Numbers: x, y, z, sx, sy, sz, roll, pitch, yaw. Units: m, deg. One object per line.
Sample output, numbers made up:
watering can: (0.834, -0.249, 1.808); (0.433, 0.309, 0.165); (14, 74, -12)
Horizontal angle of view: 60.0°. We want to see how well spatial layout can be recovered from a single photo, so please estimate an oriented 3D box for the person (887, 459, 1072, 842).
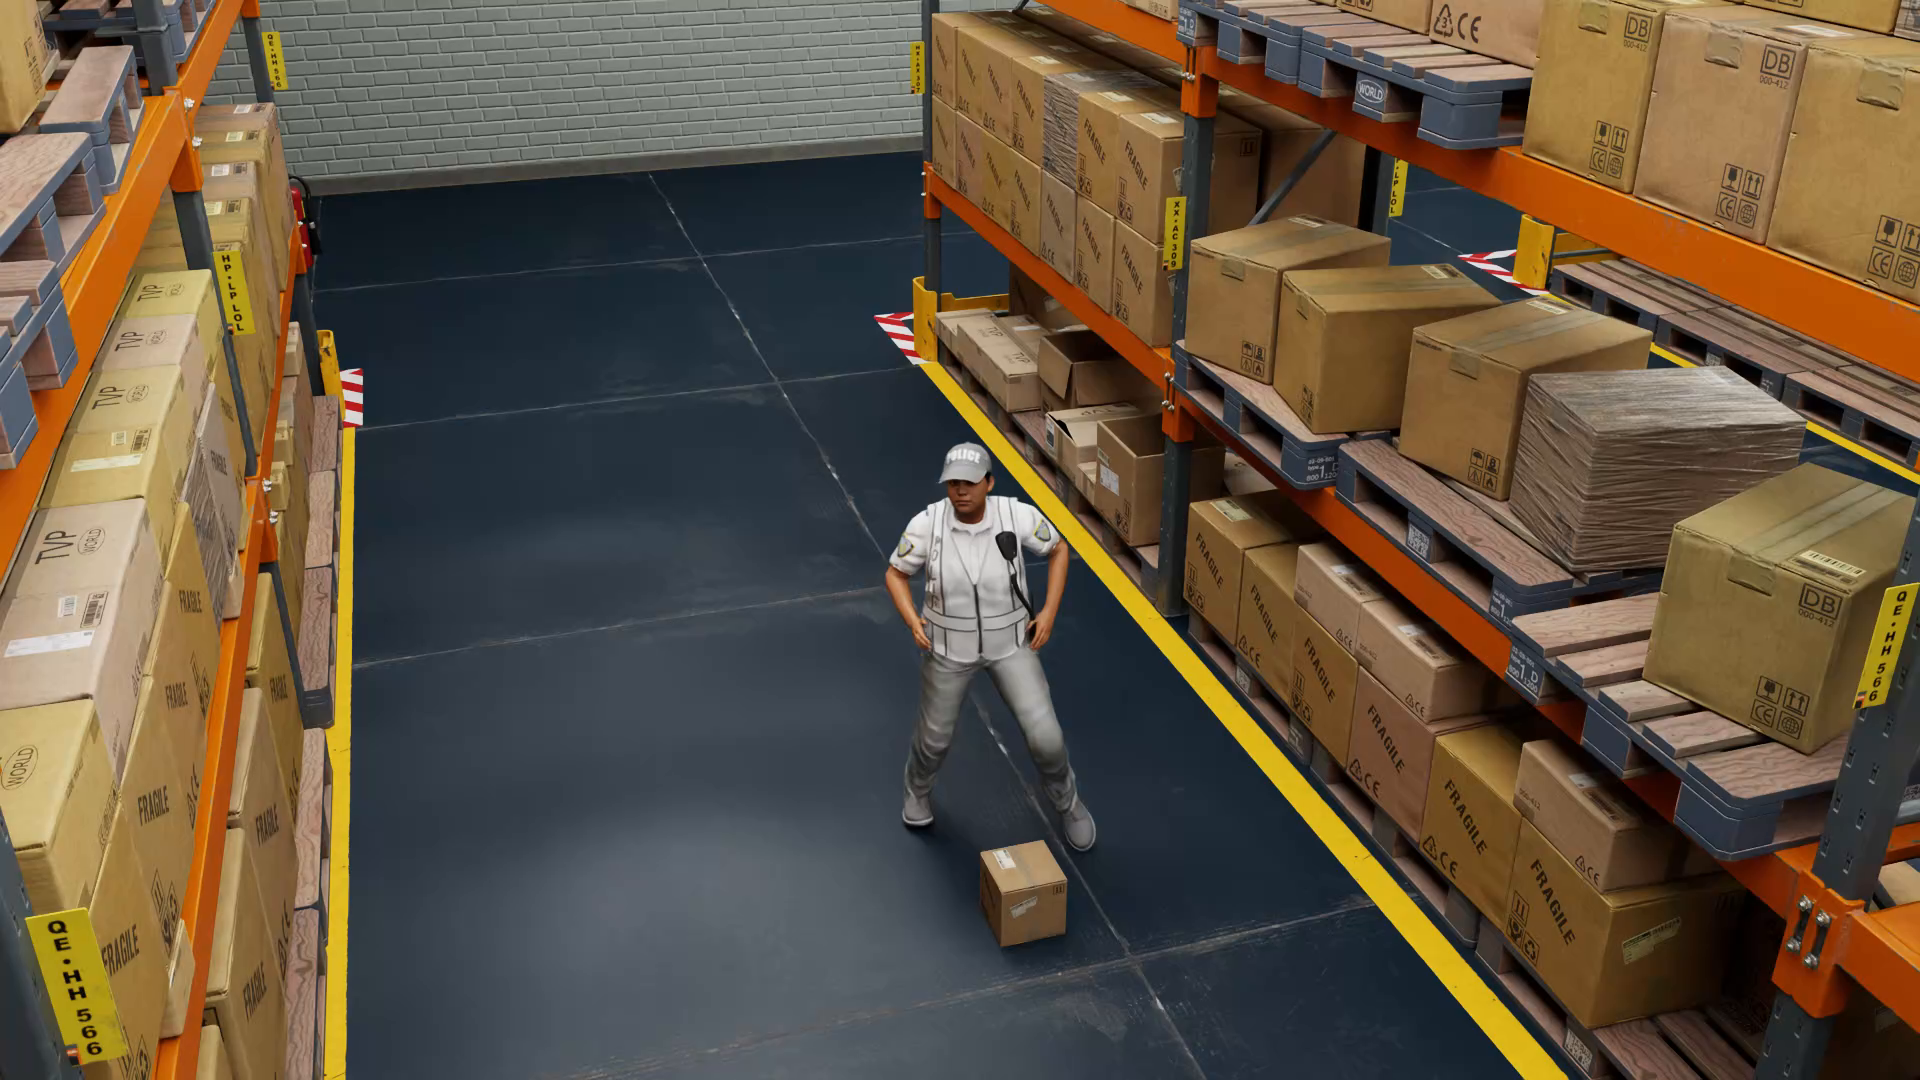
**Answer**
person: (0.089, 0.445, 6.175); (0.687, 1.558, 0.460); (-4, 27, -8)
